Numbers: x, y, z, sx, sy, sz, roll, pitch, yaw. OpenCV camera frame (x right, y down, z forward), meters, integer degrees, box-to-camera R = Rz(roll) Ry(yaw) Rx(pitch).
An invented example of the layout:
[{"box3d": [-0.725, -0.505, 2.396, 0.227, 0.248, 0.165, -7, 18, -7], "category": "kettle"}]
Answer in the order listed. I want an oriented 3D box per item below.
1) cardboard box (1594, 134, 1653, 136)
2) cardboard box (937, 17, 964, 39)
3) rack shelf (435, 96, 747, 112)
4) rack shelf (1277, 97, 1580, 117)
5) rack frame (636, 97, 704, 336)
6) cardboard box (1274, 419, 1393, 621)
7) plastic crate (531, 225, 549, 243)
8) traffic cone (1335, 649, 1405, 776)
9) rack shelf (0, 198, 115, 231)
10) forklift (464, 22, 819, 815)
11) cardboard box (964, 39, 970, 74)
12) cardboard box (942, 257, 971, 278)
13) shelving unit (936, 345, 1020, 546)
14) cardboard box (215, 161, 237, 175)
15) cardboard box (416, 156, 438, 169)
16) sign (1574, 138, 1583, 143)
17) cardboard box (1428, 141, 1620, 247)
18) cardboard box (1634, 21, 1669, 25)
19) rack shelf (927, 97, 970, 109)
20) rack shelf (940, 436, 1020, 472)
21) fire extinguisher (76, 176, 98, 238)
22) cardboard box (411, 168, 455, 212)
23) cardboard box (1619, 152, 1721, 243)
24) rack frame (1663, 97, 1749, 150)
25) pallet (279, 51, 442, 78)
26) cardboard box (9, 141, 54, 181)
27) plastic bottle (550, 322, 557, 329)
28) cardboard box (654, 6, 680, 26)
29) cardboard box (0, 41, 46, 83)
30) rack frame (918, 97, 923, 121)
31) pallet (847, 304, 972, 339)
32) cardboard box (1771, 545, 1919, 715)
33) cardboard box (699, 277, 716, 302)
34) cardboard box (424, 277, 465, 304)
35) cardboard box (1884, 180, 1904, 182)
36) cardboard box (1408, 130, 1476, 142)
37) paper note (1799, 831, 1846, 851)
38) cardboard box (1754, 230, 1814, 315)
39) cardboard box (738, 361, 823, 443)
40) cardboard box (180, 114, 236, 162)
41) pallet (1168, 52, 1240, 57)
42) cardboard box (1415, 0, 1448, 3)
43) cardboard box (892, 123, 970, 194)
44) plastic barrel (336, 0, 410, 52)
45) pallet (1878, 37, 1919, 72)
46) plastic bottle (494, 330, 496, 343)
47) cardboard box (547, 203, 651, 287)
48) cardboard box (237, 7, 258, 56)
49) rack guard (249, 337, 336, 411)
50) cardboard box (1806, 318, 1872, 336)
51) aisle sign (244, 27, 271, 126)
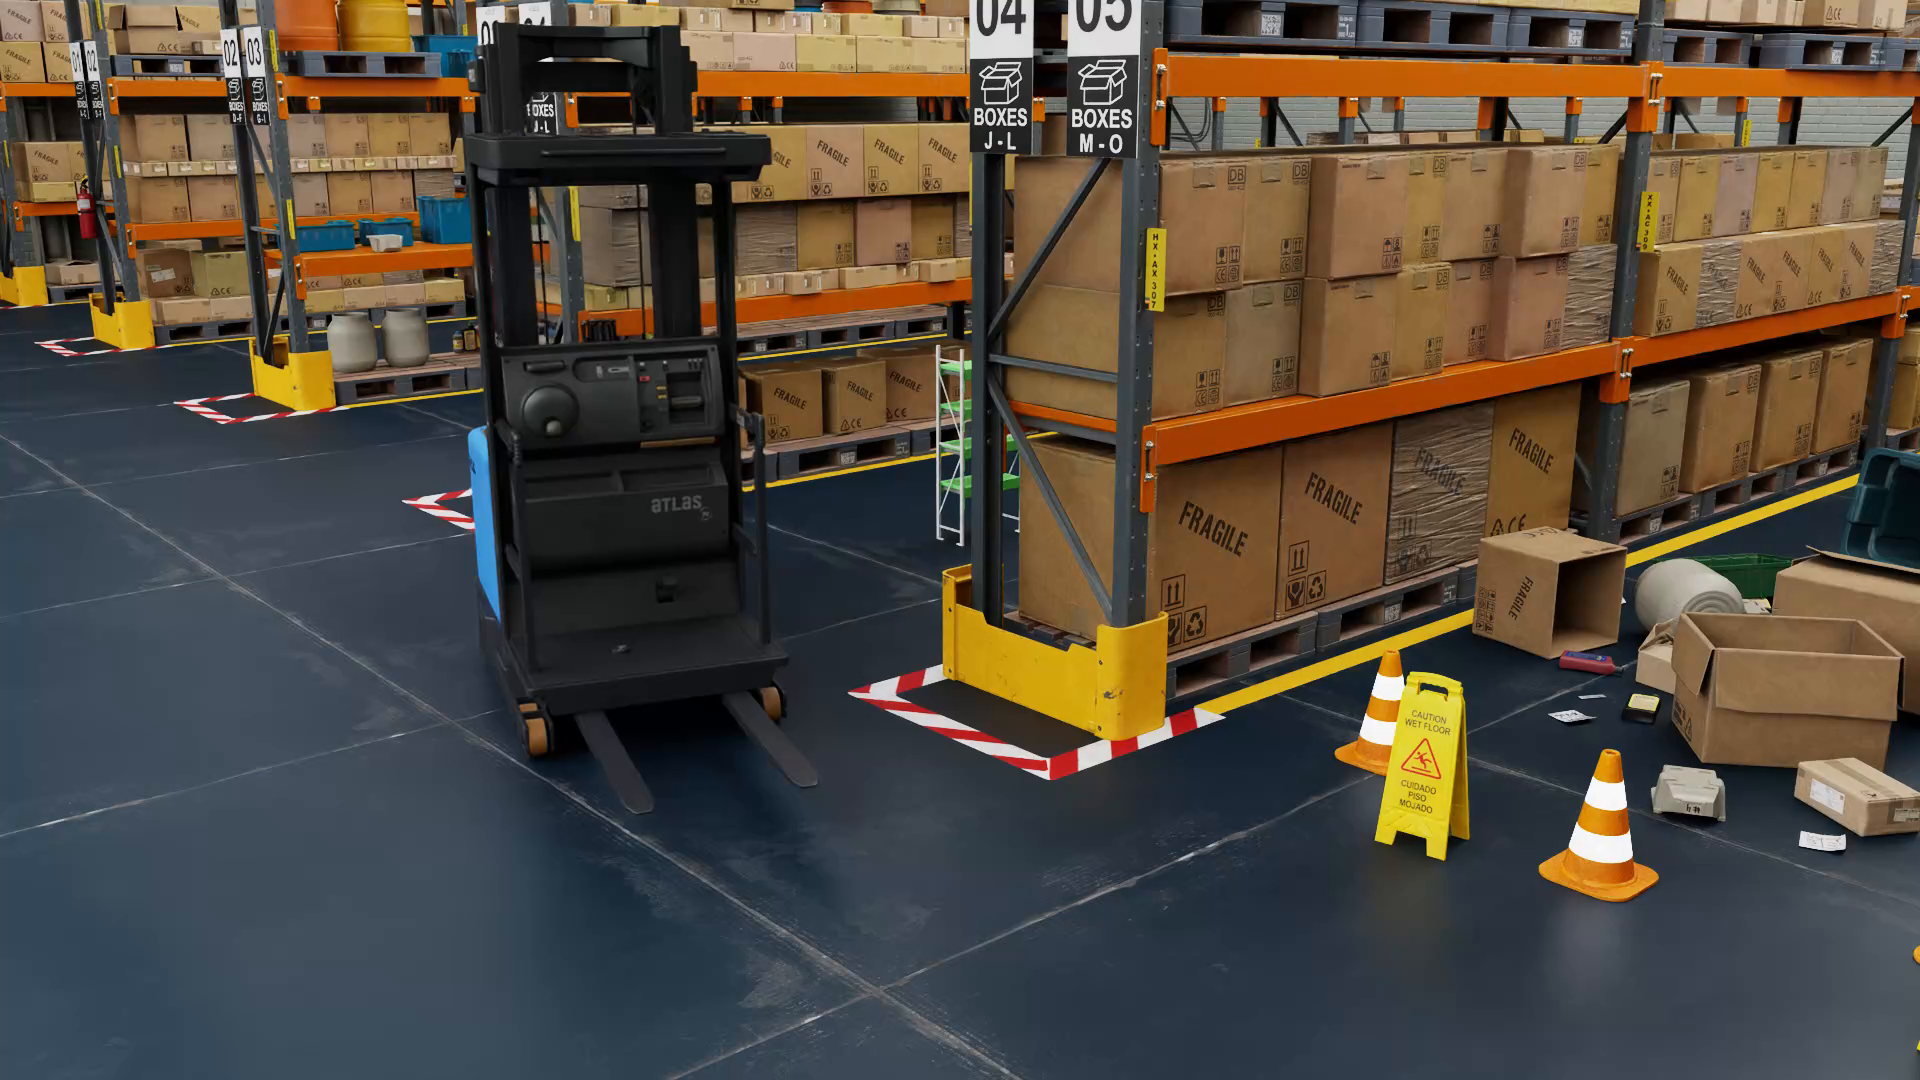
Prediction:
[{"box3d": [8.010, -4.660, 20.143, 0.500, 0.500, 0.500, -13, 20, -41], "category": "cardboard box"}, {"box3d": [-0.188, -3.767, 12.245, 0.250, 0.149, 0.380, -14, 20, -42], "category": "cardboard box"}, {"box3d": [-4.730, -5.765, 21.603, 4.000, 0.370, 1.077, -13, 19, -39], "category": "rack shelf"}, {"box3d": [4.787, -4.514, 16.917, 4.000, 0.370, 1.077, -13, 19, -39], "category": "rack shelf"}, {"box3d": [-2.990, -3.360, 17.016, 0.127, 3.000, 1.000, -13, 19, -39], "category": "rack frame"}, {"box3d": [1.554, -0.189, 8.448, 0.875, 0.875, 0.875, -13, 20, -40], "category": "cardboard box"}, {"box3d": [-4.049, -2.908, 15.836, 0.437, 0.136, 0.530, -13, 19, -39], "category": "plastic crate"}, {"box3d": [1.756, 0.677, 6.820, 0.334, 0.463, 0.336, -13, 19, -39], "category": "traffic cone"}, {"box3d": [-11.002, -4.602, 23.061, 4.000, 0.370, 1.077, -13, 19, -39], "category": "rack shelf"}, {"box3d": [-1.402, -0.638, 6.959, 1.130, 2.935, 3.031, -6, 16, -22], "category": "forklift"}, {"box3d": [0.089, -3.644, 12.559, 0.500, 0.250, 0.500, -12, 19, -37], "category": "cardboard box"}, {"box3d": [-0.131, -2.109, 12.822, 0.250, 0.149, 0.380, -13, 19, -39], "category": "cardboard box"}, {"box3d": [0.125, -0.608, 10.200, 0.503, 1.200, 0.258, -13, 19, -39], "category": "shelving unit"}, {"box3d": [-8.241, -4.163, 18.572, 0.250, 0.149, 0.380, -13, 20, -40], "category": "cardboard box"}, {"box3d": [-6.491, -4.557, 20.048, 0.250, 0.149, 0.380, -13, 20, -41], "category": "cardboard box"}, {"box3d": [6.660, -4.168, 17.951, 0.005, 0.325, 0.100, -13, 19, -39], "category": "sign"}, {"box3d": [3.140, -1.951, 9.360, 0.550, 0.550, 0.875, -13, 19, -39], "category": "cardboard box"}, {"box3d": [3.869, -3.192, 9.857, 0.500, 0.250, 0.500, -12, 19, -39], "category": "cardboard box"}, {"box3d": [1.305, -7.121, 26.676, 4.000, 0.370, 1.077, -13, 19, -39], "category": "rack shelf"}, {"box3d": [0.125, -0.546, 10.217, 0.480, 0.148, 0.258, -13, 19, -39], "category": "rack shelf"}, {"box3d": [-9.651, -3.680, 18.365, 0.183, 0.674, 0.296, -13, 19, -39], "category": "fire extinguisher"}, {"box3d": [-6.570, -4.297, 20.330, 0.500, 0.500, 0.700, -13, 20, -41], "category": "cardboard box"}, {"box3d": [4.198, -2.117, 10.232, 0.500, 0.500, 0.700, -13, 20, -40], "category": "cardboard box"}, {"box3d": [9.314, -4.429, 21.017, 0.127, 3.000, 1.000, -13, 19, -39], "category": "rack frame"}, {"box3d": [-5.319, -4.161, 14.570, 1.213, 0.211, 1.003, -13, 19, -39], "category": "pallet"}, {"box3d": [-12.295, -5.032, 22.074, 0.500, 0.500, 0.500, -13, 20, -40], "category": "cardboard box"}, {"box3d": [-4.100, -2.134, 16.862, 0.097, 0.271, 0.097, 0, 15, 0], "category": "plastic bottle"}, {"box3d": [-2.028, -3.381, 10.800, 0.250, 0.149, 0.380, -13, 20, -40], "category": "cardboard box"}, {"box3d": [-12.095, -6.126, 21.327, 0.500, 0.500, 0.500, -12, 19, -38], "category": "cardboard box"}, {"box3d": [-0.441, -7.321, 31.847, 0.127, 3.000, 1.000, -13, 19, -39], "category": "rack frame"}, {"box3d": [-0.583, -2.567, 19.450, 1.213, 0.211, 1.003, -13, 19, -39], "category": "pallet"}, {"box3d": [4.112, 0.401, 7.510, 0.503, 0.637, 0.797, -13, 19, -39], "category": "cardboard box"}, {"box3d": [-1.810, -1.723, 11.375, 0.250, 0.149, 0.380, -13, 19, -39], "category": "cardboard box"}, {"box3d": [-6.445, -3.078, 20.476, 0.500, 0.250, 0.500, -13, 19, -39], "category": "cardboard box"}, {"box3d": [7.902, -2.941, 13.967, 0.250, 0.149, 0.380, -12, 19, -37], "category": "cardboard box"}, {"box3d": [4.836, -3.952, 17.094, 0.637, 0.503, 0.797, -12, 19, -38], "category": "cardboard box"}, {"box3d": [3.155, 1.098, 6.080, 0.148, 0.019, 0.142, 8, 17, 28], "category": "paper note"}, {"box3d": [5.157, -1.754, 10.809, 0.500, 0.500, 0.500, -12, 19, -39], "category": "cardboard box"}, {"box3d": [-1.361, -1.026, 12.309, 0.500, 0.500, 0.500, -10, 18, -34], "category": "cardboard box"}, {"box3d": [-8.463, -4.498, 18.569, 0.500, 0.500, 0.700, -13, 20, -41], "category": "cardboard box"}, {"box3d": [1.577, -4.014, 14.017, 1.003, 0.211, 1.213, -13, 19, -39], "category": "pallet"}, {"box3d": [2.036, -2.567, 7.715, 0.250, 0.149, 0.380, -12, 19, -39], "category": "cardboard box"}, {"box3d": [-0.274, -2.856, 12.422, 0.500, 0.500, 0.500, -13, 19, -39], "category": "cardboard box"}, {"box3d": [-5.231, -4.643, 14.829, 0.600, 0.588, 0.600, 0, 15, 0], "category": "plastic barrel"}, {"box3d": [6.007, -3.329, 11.454, 1.003, 0.211, 1.213, -12, 19, -37], "category": "pallet"}, {"box3d": [-4.632, -1.996, 16.320, 0.133, 0.283, 0.061, -13, 19, -39], "category": "plastic bottle"}, {"box3d": [-2.324, -1.998, 11.147, 0.500, 0.500, 0.875, -13, 19, -39], "category": "cardboard box"}, {"box3d": [-7.824, -5.643, 18.474, 0.500, 0.500, 0.500, -13, 19, -39], "category": "cardboard box"}, {"box3d": [-5.981, -1.497, 14.884, 0.348, 0.500, 1.175, -13, 19, -39], "category": "rack guard"}, {"box3d": [6.802, -1.615, 13.060, 0.500, 0.250, 0.500, -13, 20, -41], "category": "cardboard box"}, {"box3d": [-5.870, -3.869, 13.885, 0.004, 0.787, 0.394, -13, 19, -39], "category": "aisle sign"}]
